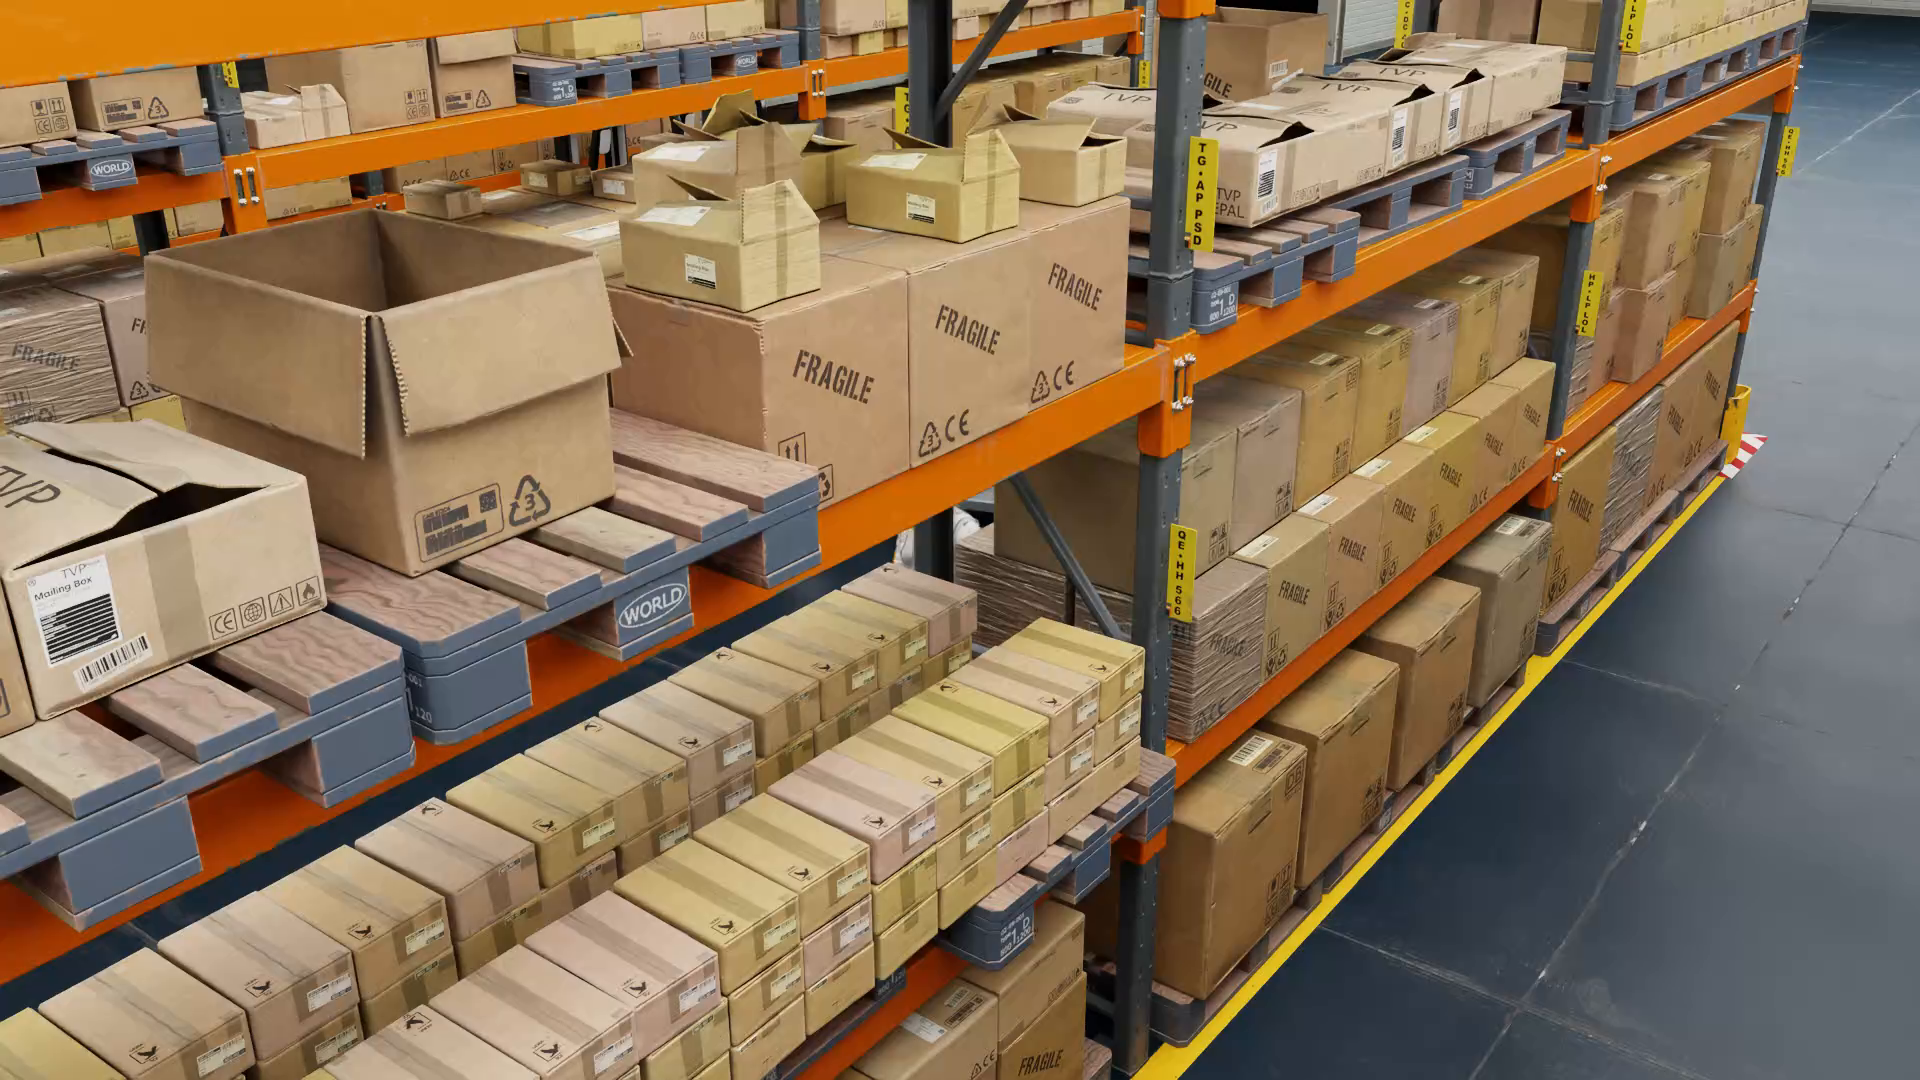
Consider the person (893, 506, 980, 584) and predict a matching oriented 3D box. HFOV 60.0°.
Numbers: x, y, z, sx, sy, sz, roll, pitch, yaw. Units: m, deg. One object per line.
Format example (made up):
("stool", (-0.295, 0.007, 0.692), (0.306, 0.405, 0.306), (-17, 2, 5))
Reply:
("person", (-0.138, 0.381, 7.808), (0.461, 1.616, 0.441), (17, 29, 34))
